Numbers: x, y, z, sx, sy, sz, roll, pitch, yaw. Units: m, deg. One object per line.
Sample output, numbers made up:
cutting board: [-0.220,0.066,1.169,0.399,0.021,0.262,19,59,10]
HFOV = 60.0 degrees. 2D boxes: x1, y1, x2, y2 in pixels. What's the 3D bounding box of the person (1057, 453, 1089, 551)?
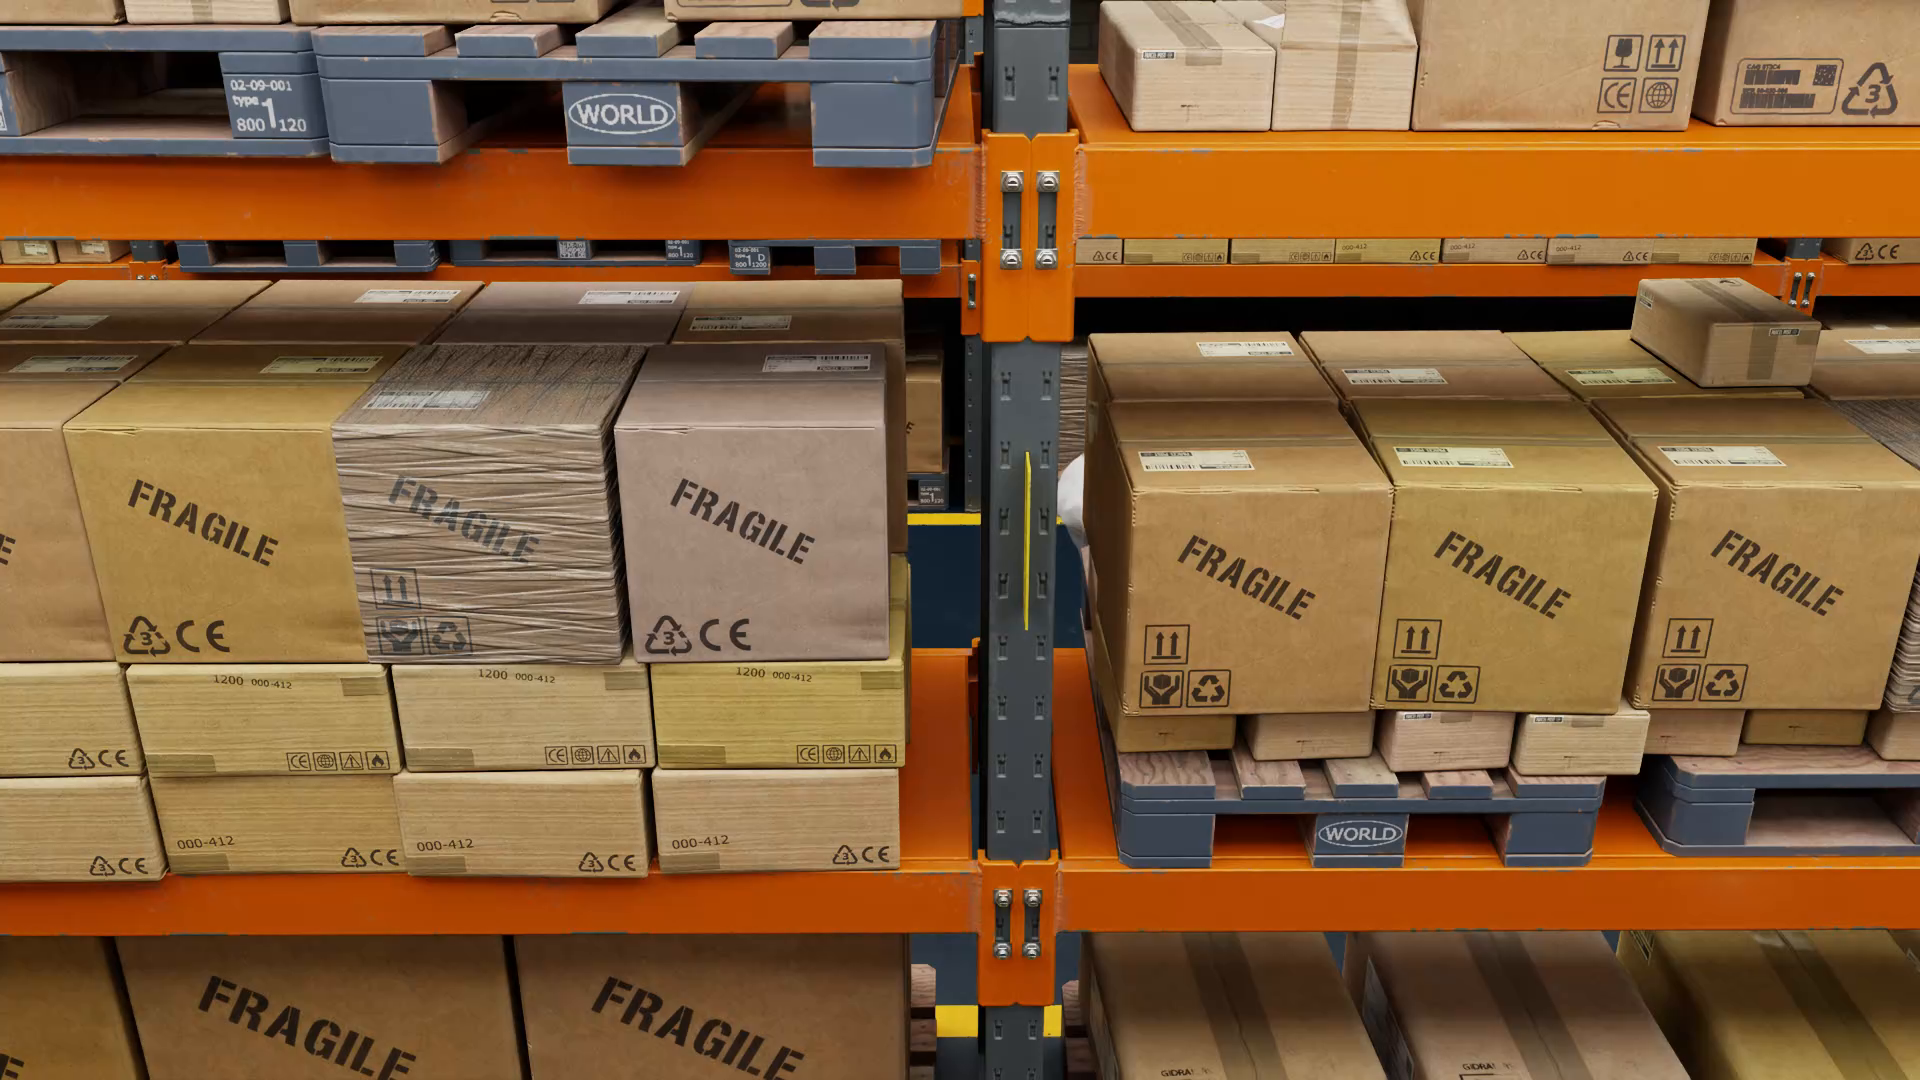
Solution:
person: [0.863,0.132,6.595,0.981,1.096,0.477,-1,24,-3]
